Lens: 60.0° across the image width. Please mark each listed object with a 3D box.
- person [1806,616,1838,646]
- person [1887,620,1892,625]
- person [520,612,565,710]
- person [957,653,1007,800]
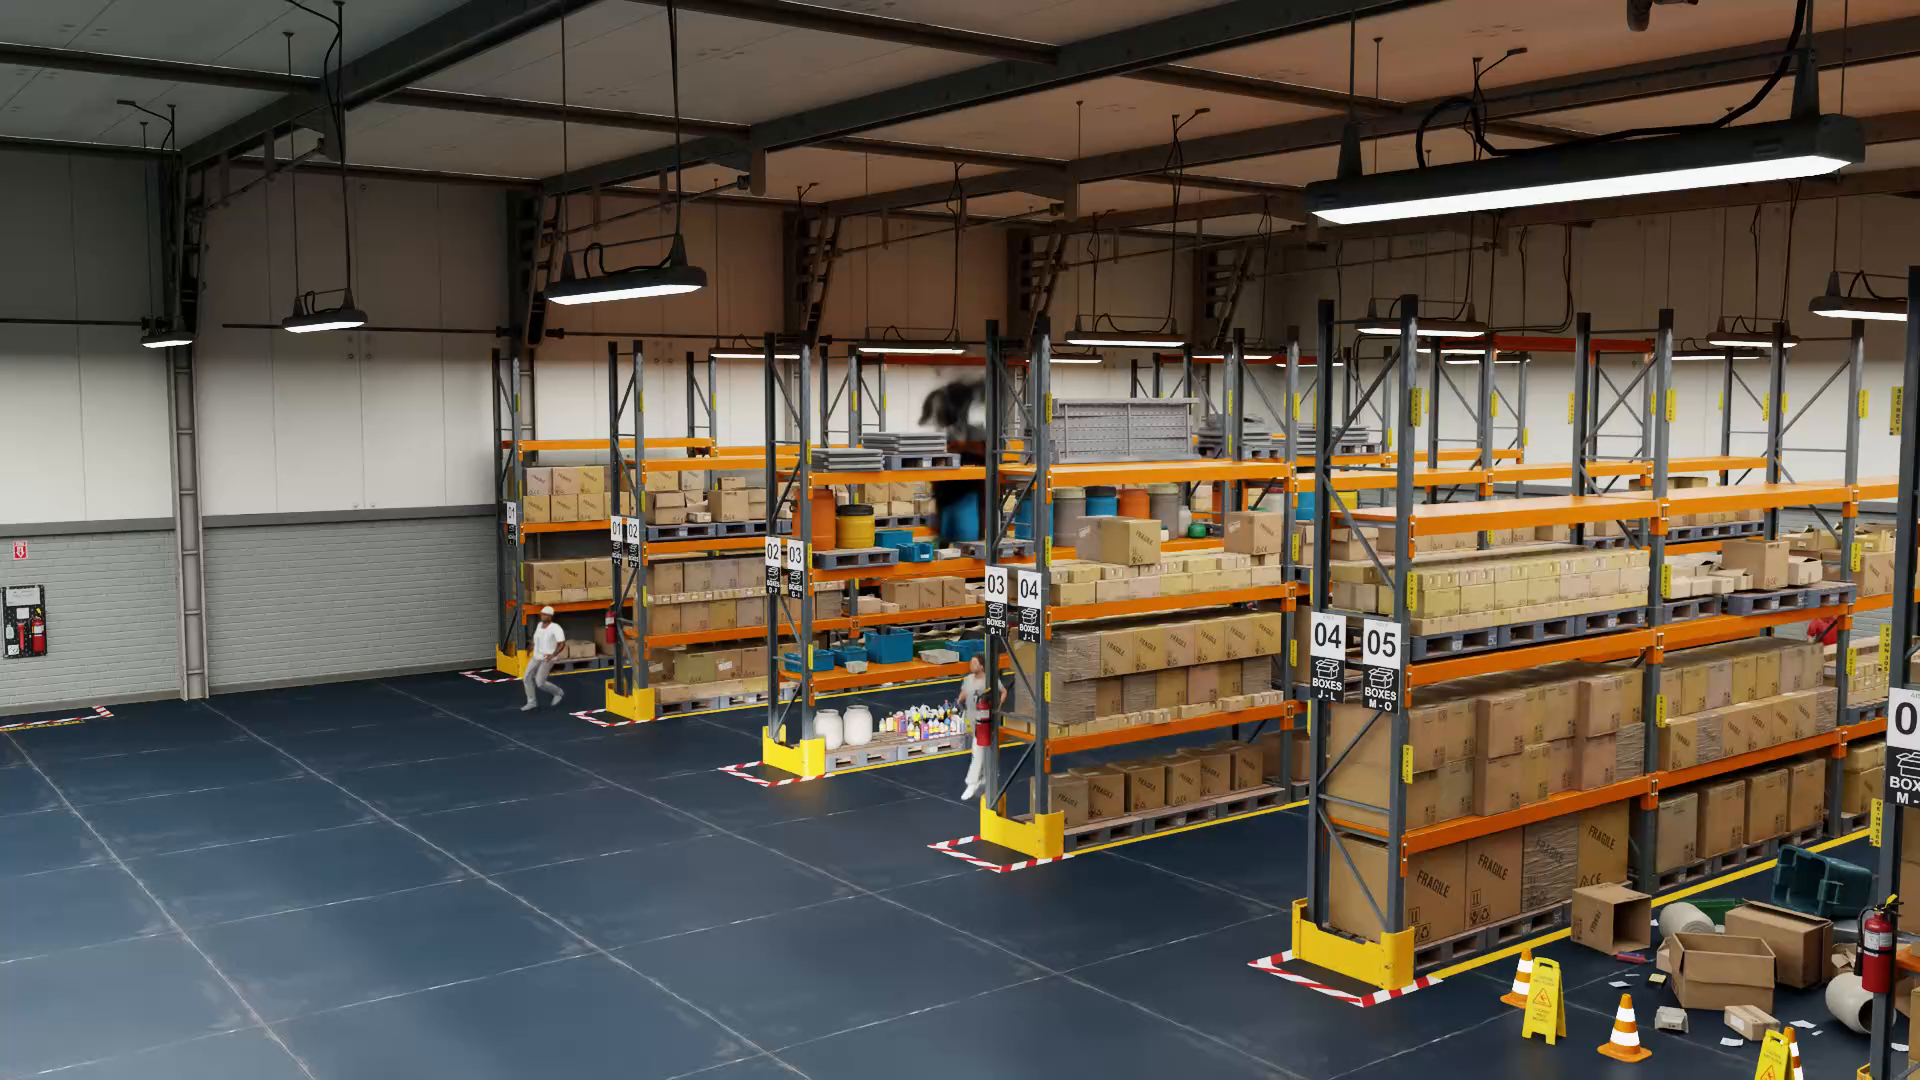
[{"bbox_3d":[14.574,1.907,27.858,0.699,1.658,0.535,0,5,3],"label":"person"},{"bbox_3d":[14.000,2.085,24.962,0.723,1.812,0.680,-4,6,-39],"label":"person"},{"bbox_3d":[-6.841,1.948,27.268,0.730,1.664,0.719,4,7,41],"label":"person"},{"bbox_3d":[0.253,2.268,20.421,0.713,1.777,0.575,-5,7,-42],"label":"person"}]
